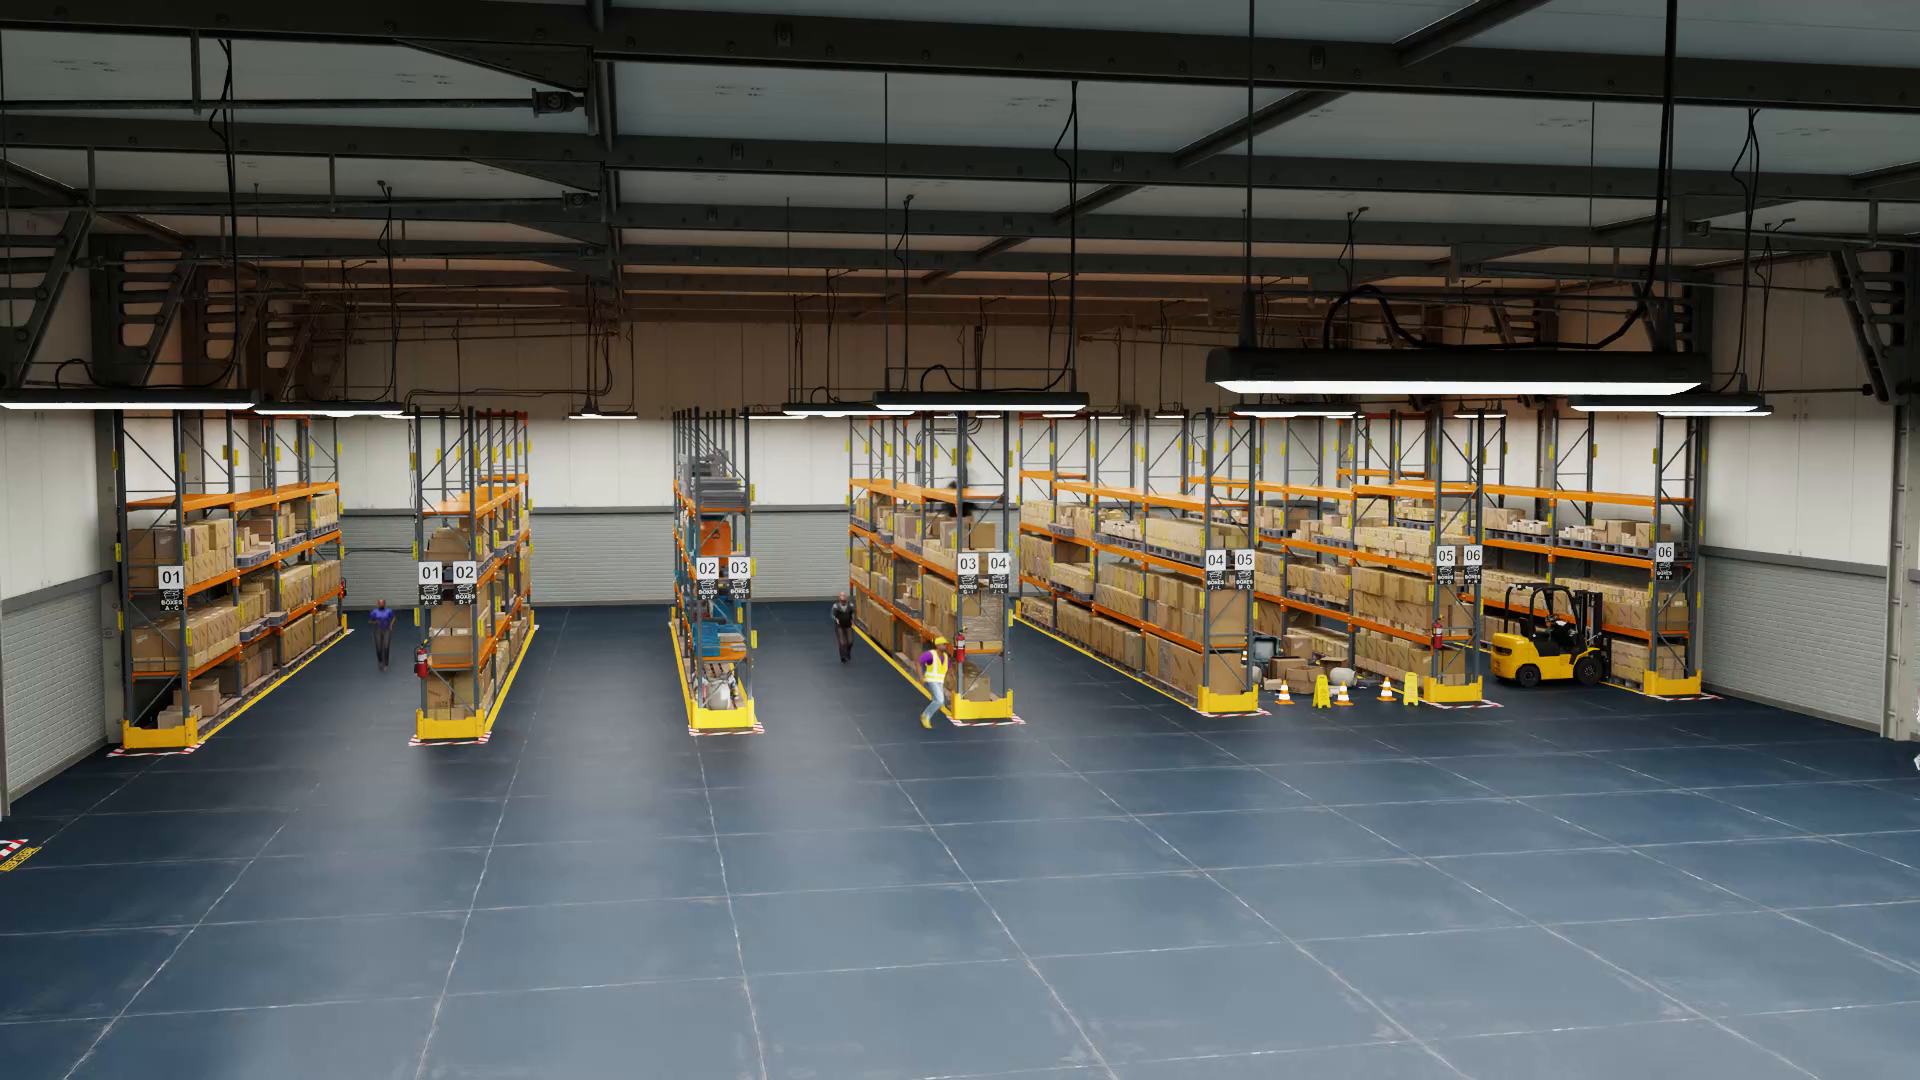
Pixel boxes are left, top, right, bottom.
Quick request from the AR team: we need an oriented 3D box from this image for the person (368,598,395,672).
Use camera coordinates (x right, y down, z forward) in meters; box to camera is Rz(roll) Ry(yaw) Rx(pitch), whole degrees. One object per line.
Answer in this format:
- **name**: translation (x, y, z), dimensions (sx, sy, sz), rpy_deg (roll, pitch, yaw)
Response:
- **person**: translation (-13.239, 2.159, 38.086), dimensions (0.575, 1.648, 0.909), rpy_deg (-1, 4, -19)

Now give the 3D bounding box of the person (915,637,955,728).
- **person**: translation (-0.404, 2.663, 31.113), dimensions (0.645, 1.698, 0.704), rpy_deg (3, 5, 39)

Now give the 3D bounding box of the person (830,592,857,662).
- **person**: translation (-2.742, 2.072, 39.426), dimensions (0.635, 1.676, 0.564), rpy_deg (-1, 4, -11)

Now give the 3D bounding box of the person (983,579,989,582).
- **person**: translation (0.740, 1.407, 48.624), dimensions (0.693, 1.718, 0.528), rpy_deg (2, 5, 29)
